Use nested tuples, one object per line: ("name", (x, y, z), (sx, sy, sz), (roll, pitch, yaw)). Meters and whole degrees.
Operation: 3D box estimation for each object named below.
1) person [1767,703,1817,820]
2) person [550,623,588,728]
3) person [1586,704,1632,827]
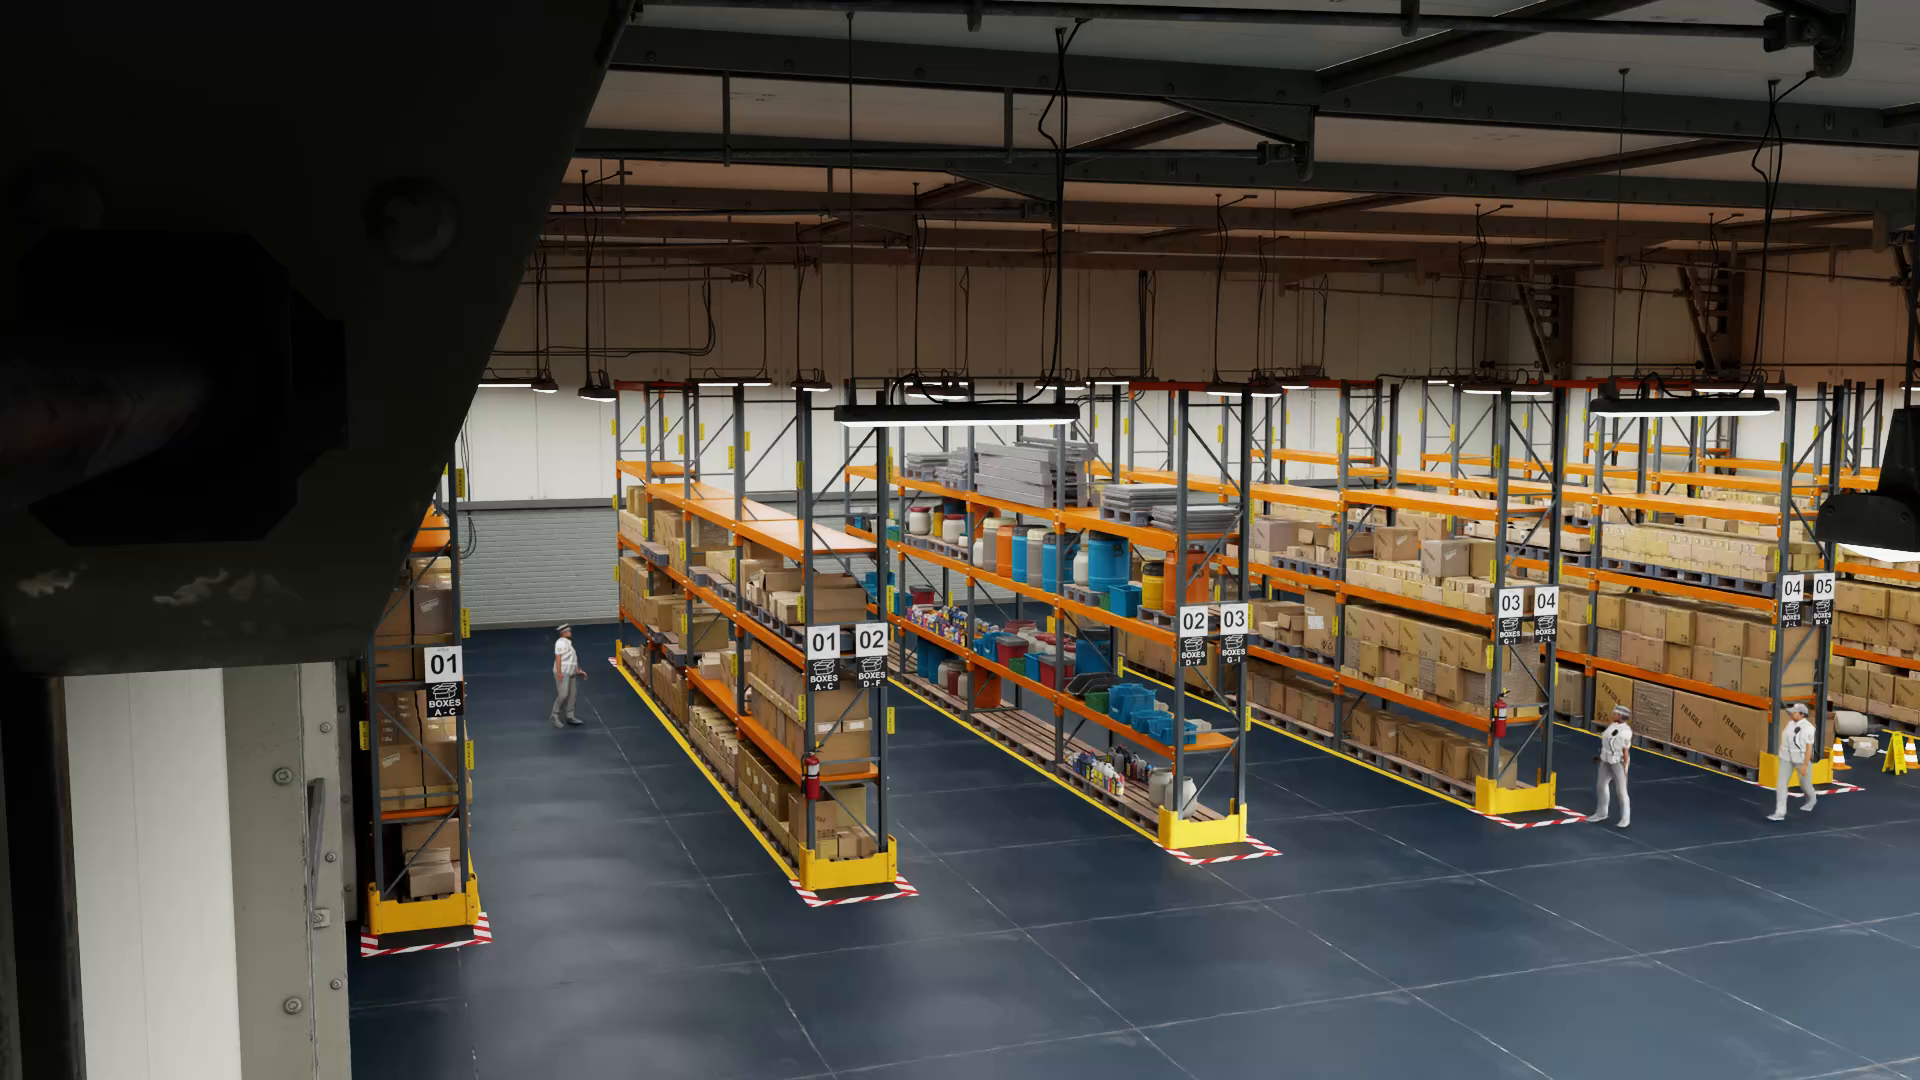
("person", (11.661, 3.068, 23.178), (0.467, 1.628, 0.956), (5, 8, 42))
("person", (-6.924, 2.368, 29.252), (0.489, 1.778, 0.704), (2, 6, 15))
("person", (8.955, 3.074, 22.884), (0.426, 1.702, 0.665), (-2, 7, -22))
